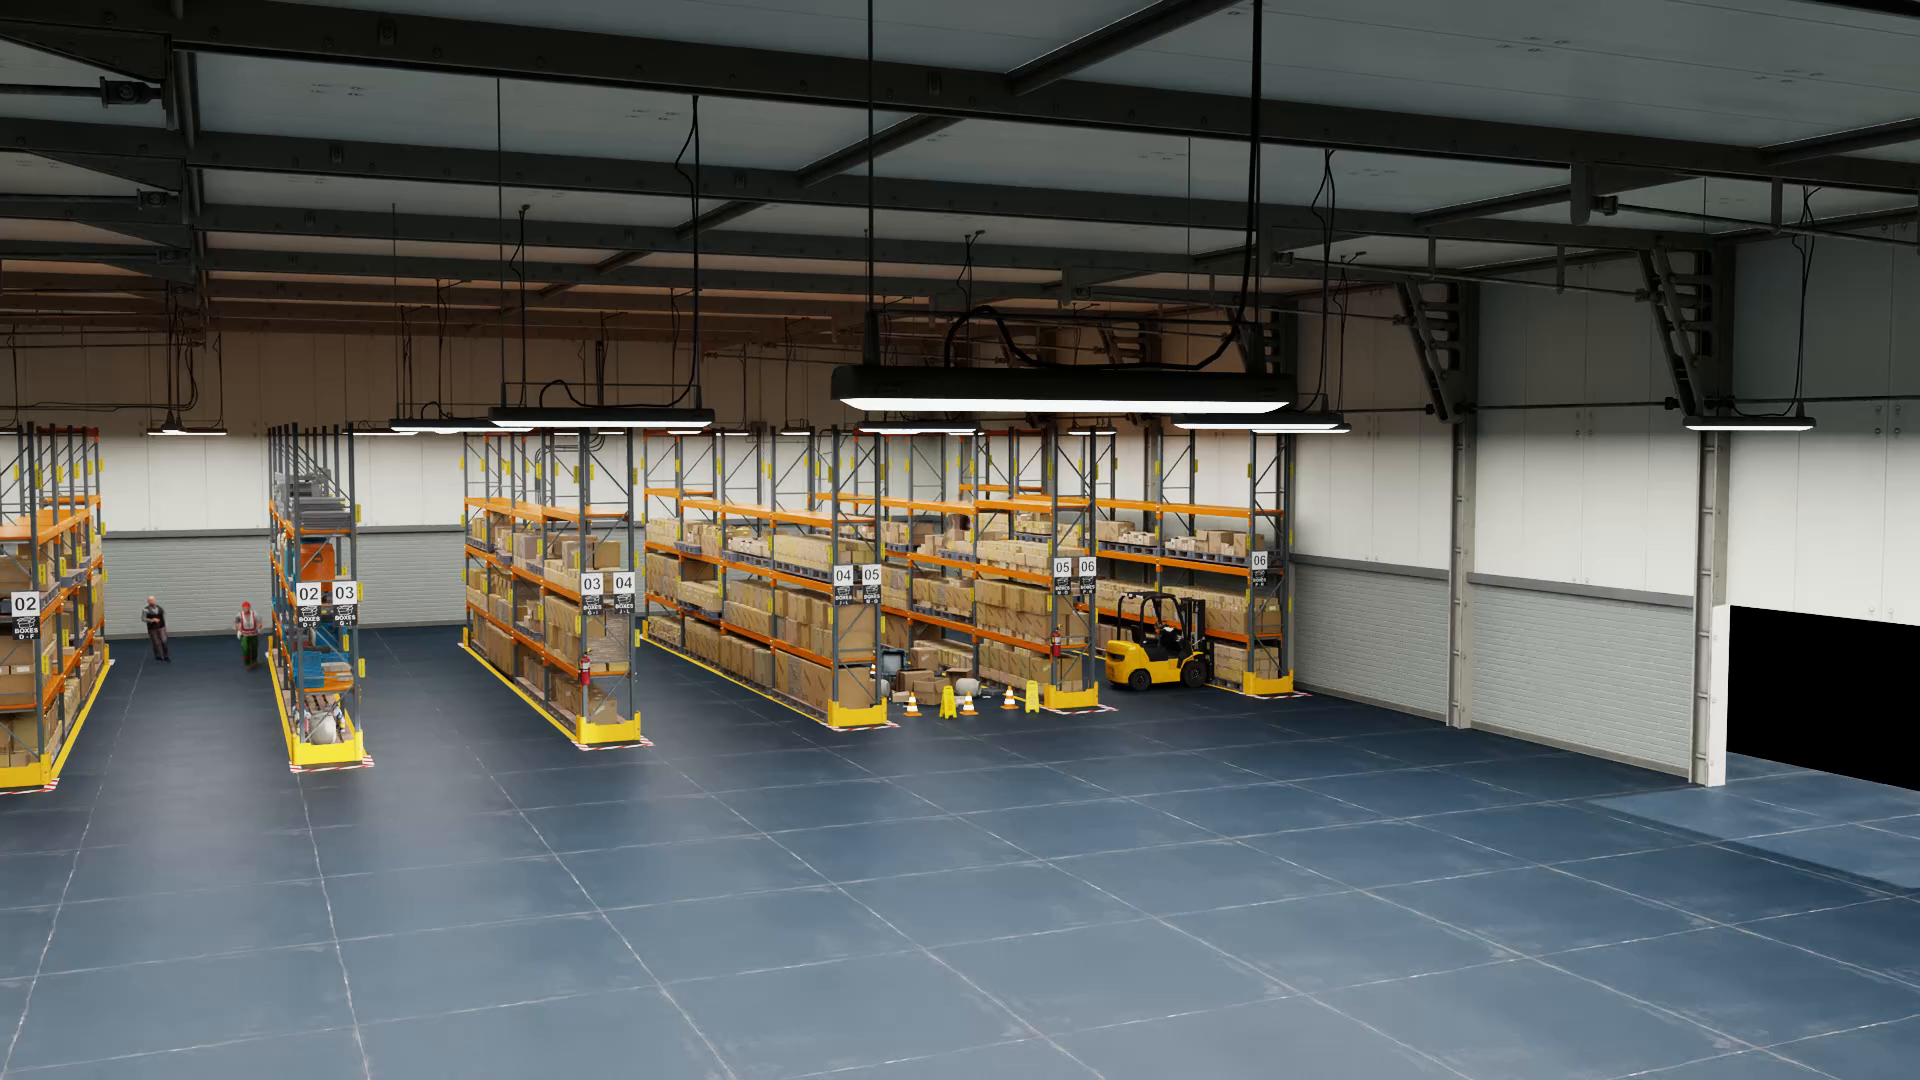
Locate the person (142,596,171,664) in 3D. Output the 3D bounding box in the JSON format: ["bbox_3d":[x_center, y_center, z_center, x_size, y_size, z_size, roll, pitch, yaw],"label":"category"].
[{"bbox_3d":[-20.501,2.295,42.351,0.620,1.751,0.702,-3,4,-37],"label":"person"}]

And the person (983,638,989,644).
[{"bbox_3d":[0.850,2.056,46.031,0.619,1.731,0.670,3,5,41],"label":"person"}]

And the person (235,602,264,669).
[{"bbox_3d":[-17.643,2.357,41.322,0.685,1.699,0.912,-2,4,-33],"label":"person"}]
